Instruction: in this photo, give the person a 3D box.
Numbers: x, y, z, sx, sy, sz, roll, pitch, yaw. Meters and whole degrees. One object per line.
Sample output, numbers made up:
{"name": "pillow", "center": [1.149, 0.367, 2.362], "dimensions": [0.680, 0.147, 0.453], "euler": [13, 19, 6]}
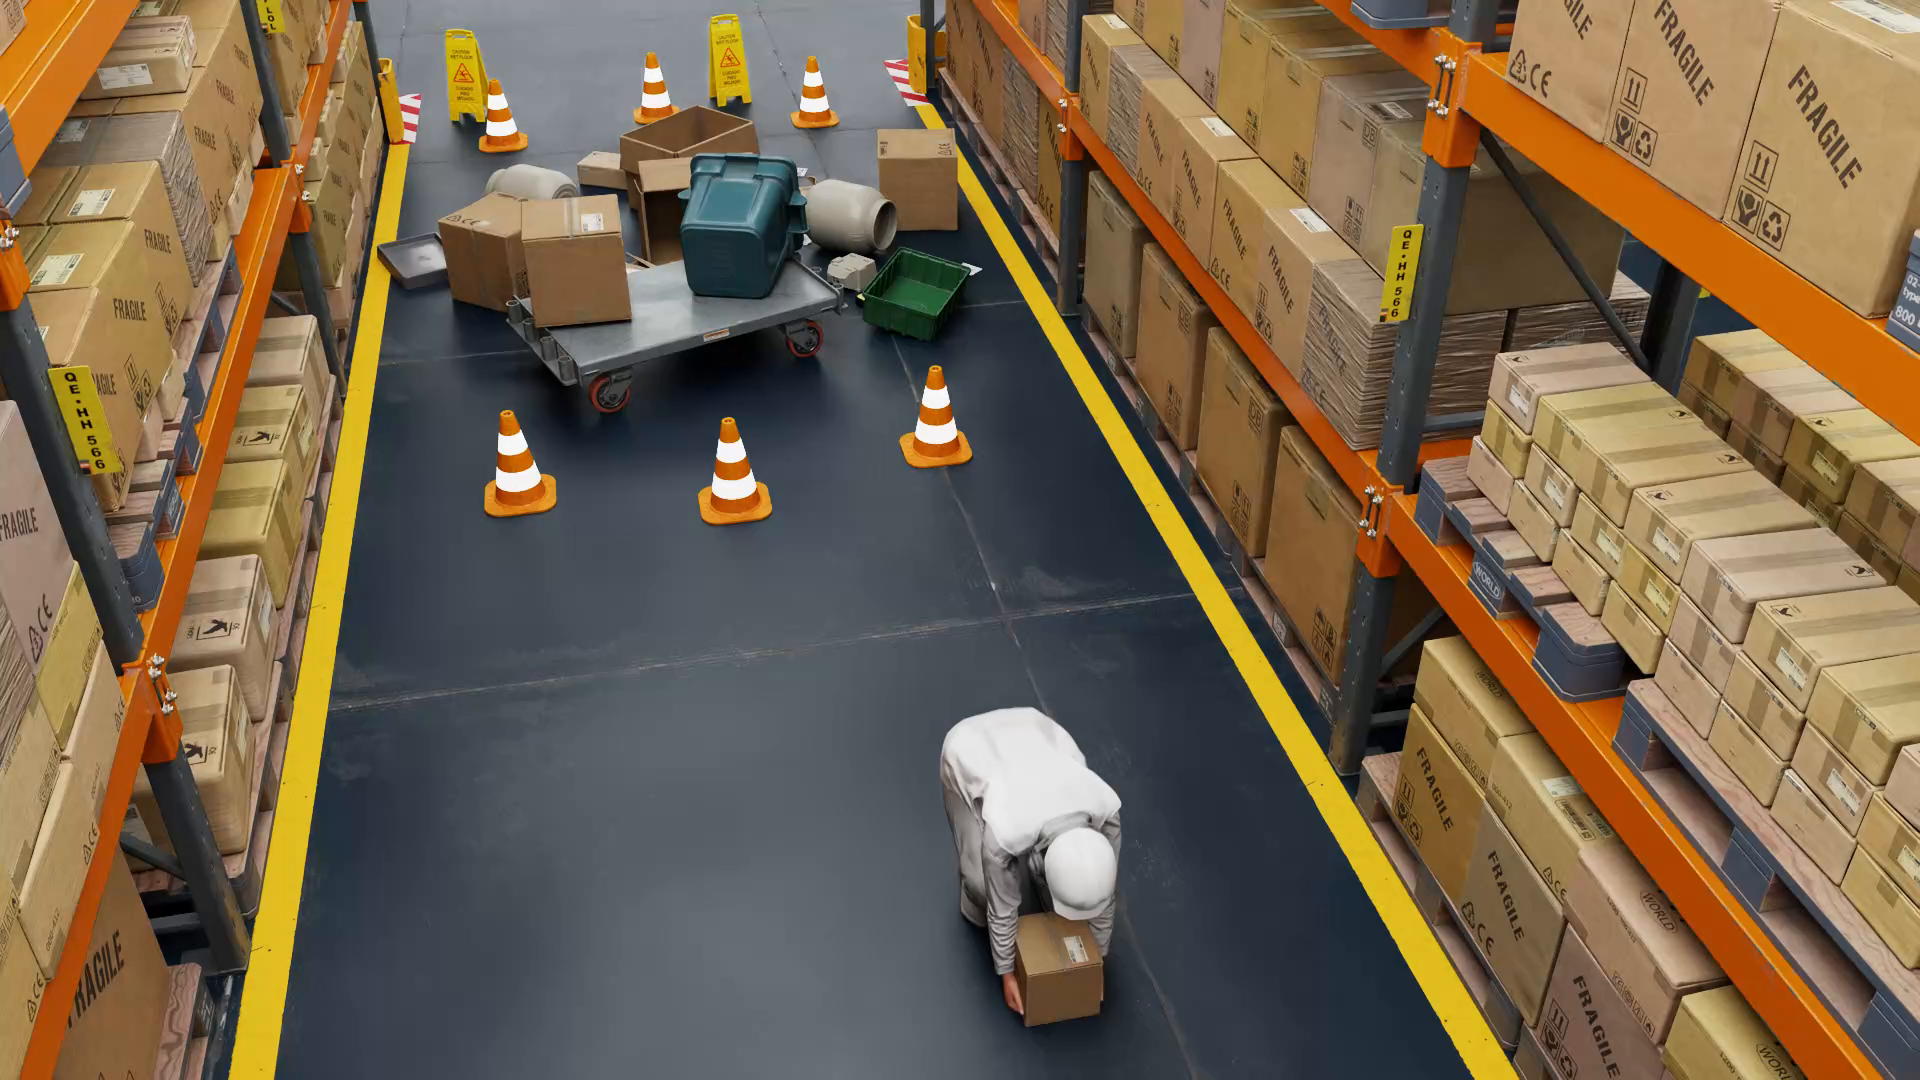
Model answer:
{"name": "person", "center": [0.244, 1.035, 5.508], "dimensions": [0.506, 0.791, 0.983], "euler": [-8, 35, -12]}
